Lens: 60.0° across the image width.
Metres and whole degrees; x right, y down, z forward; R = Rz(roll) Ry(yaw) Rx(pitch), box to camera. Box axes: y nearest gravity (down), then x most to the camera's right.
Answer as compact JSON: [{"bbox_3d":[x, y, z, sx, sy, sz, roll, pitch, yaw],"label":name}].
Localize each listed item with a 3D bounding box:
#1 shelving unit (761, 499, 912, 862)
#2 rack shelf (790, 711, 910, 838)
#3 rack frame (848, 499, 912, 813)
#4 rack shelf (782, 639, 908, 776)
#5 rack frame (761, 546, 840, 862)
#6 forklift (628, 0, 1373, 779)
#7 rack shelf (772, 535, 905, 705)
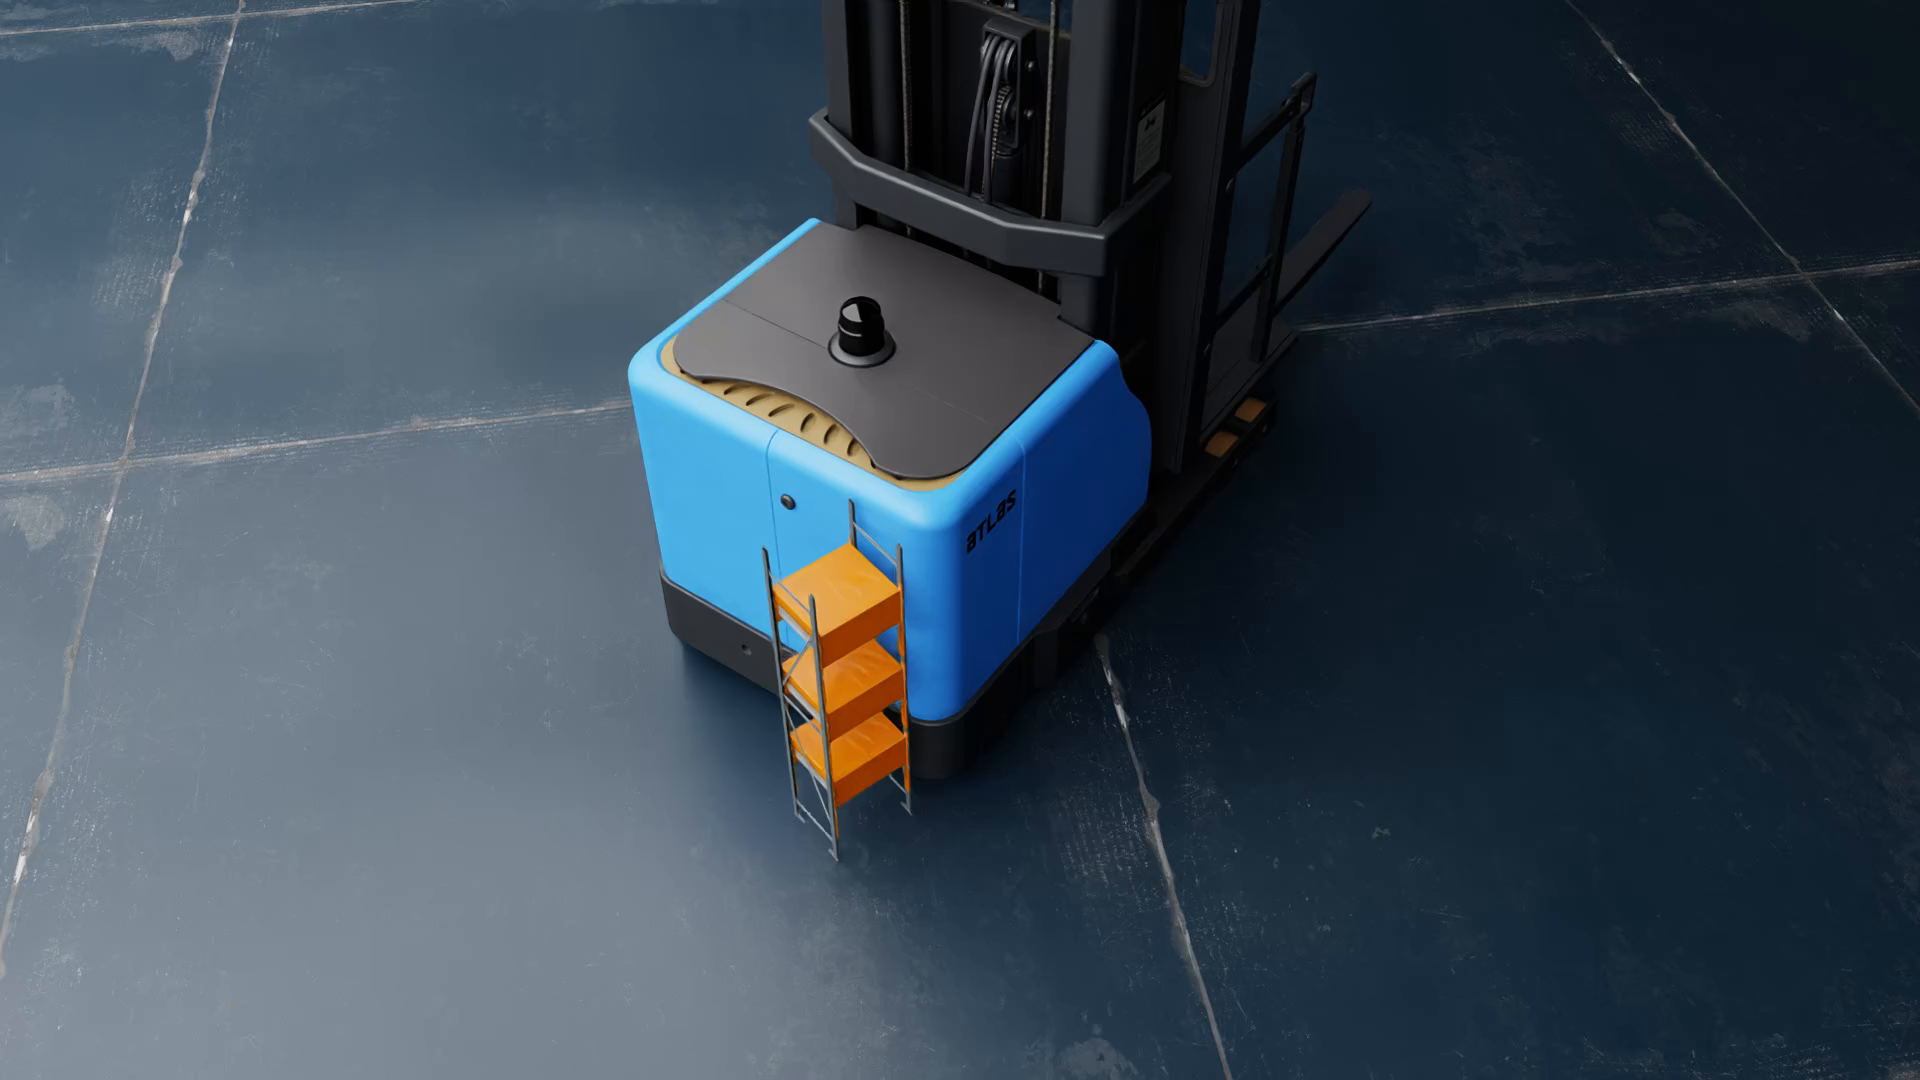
[{"bbox_3d":[-0.291,0.380,4.155,0.252,1.050,0.215,-30,53,-26],"label":"shelving unit"},{"bbox_3d":[-0.291,0.580,4.363,0.240,0.259,0.215,-30,53,-26],"label":"rack shelf"},{"bbox_3d":[-0.197,0.324,4.208,0.008,1.050,0.200,-30,53,-26],"label":"rack frame"},{"bbox_3d":[-0.291,0.387,4.163,0.240,0.259,0.215,-30,53,-26],"label":"rack shelf"},{"bbox_3d":[-0.386,0.435,4.102,0.008,1.050,0.200,-30,53,-26],"label":"rack frame"},{"bbox_3d":[0.394,-1.395,4.559,1.130,2.935,3.031,27,52,23],"label":"forklift"},{"bbox_3d":[-0.291,0.190,3.958,0.240,0.259,0.215,-30,53,-26],"label":"rack shelf"}]
